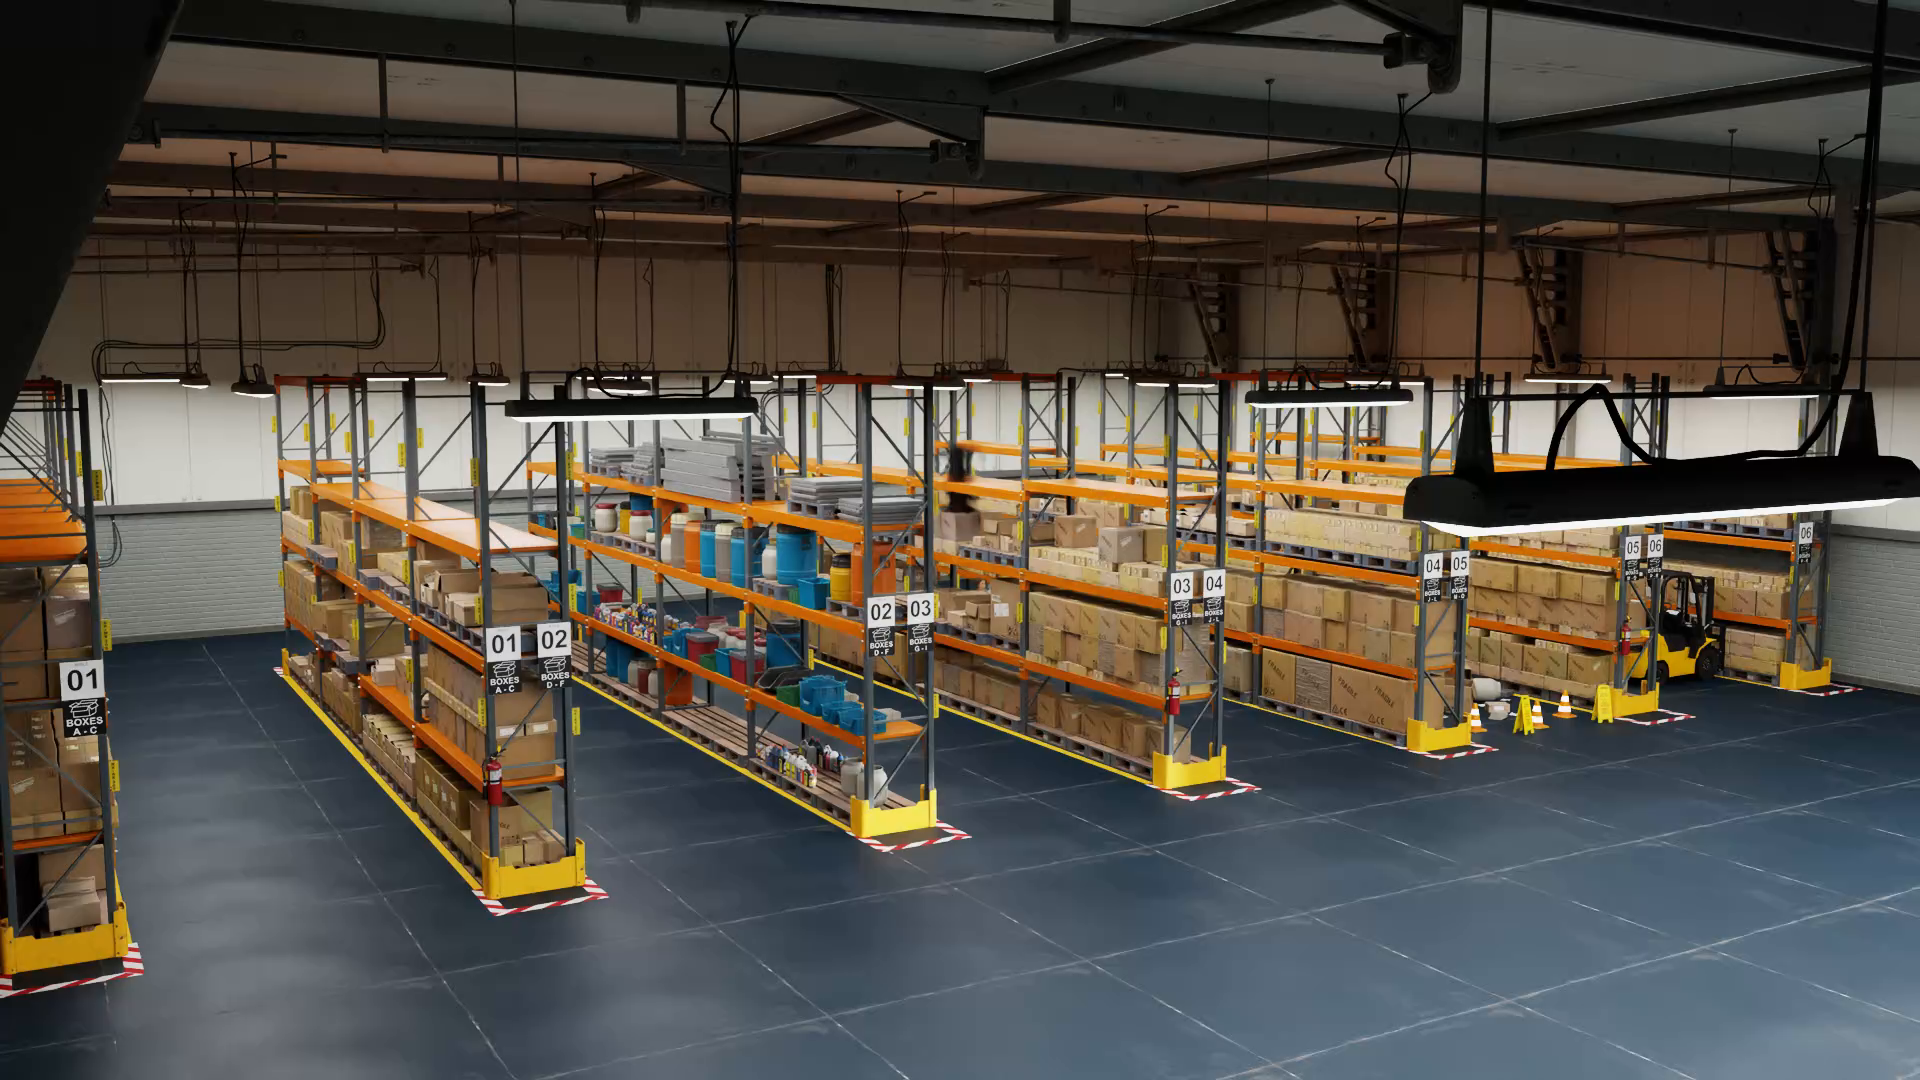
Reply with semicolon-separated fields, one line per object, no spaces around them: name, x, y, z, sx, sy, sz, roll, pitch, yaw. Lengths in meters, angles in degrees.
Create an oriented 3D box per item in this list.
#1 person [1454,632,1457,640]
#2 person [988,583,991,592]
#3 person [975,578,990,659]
person;10.559;1.690;35.540;0.817;1.535;0.686;6;8;42
person;0.907;0.695;44.754;0.541;1.471;0.783;4;7;33
person;0.443;1.652;35.223;0.549;1.713;0.802;-4;7;-30
